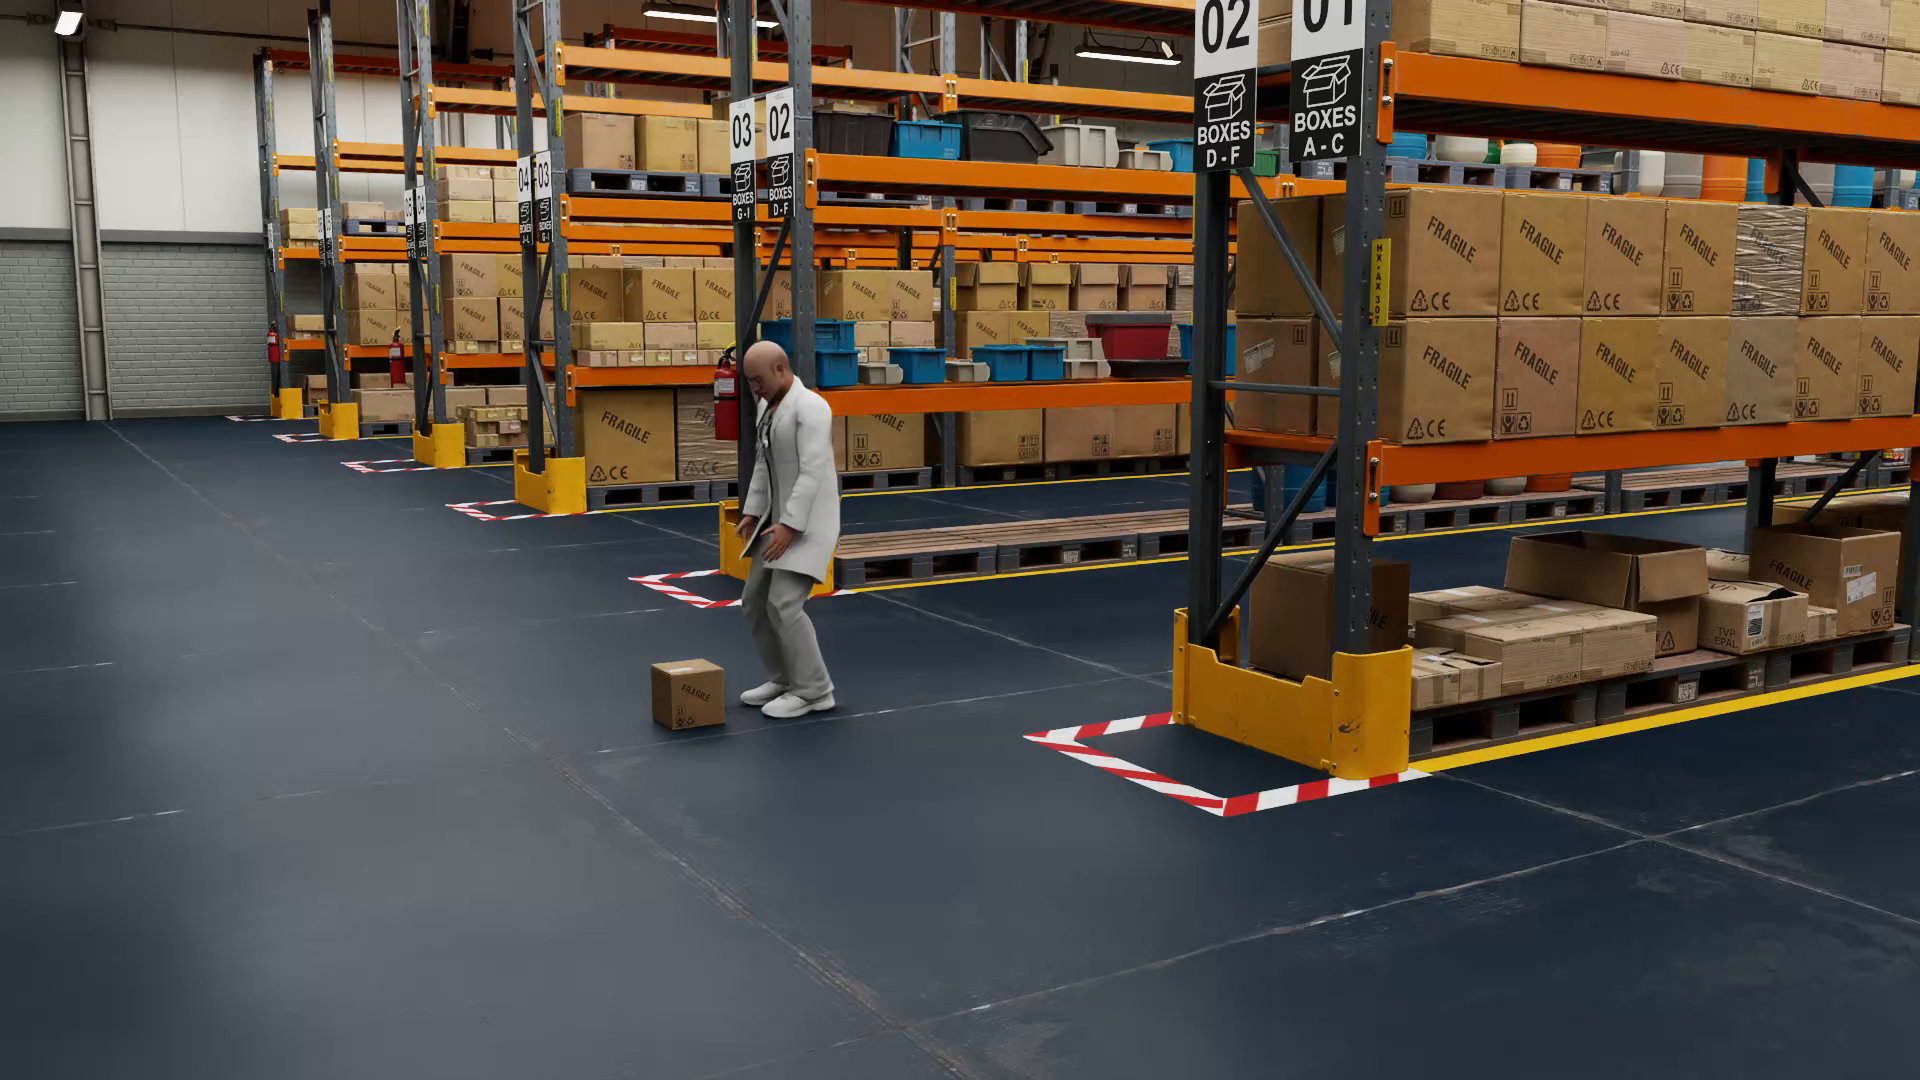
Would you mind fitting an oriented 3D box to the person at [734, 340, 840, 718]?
[{"bbox_3d":[-0.778,-0.057,7.591,0.466,1.702,0.599,-5,9,-29],"label":"person"}]
